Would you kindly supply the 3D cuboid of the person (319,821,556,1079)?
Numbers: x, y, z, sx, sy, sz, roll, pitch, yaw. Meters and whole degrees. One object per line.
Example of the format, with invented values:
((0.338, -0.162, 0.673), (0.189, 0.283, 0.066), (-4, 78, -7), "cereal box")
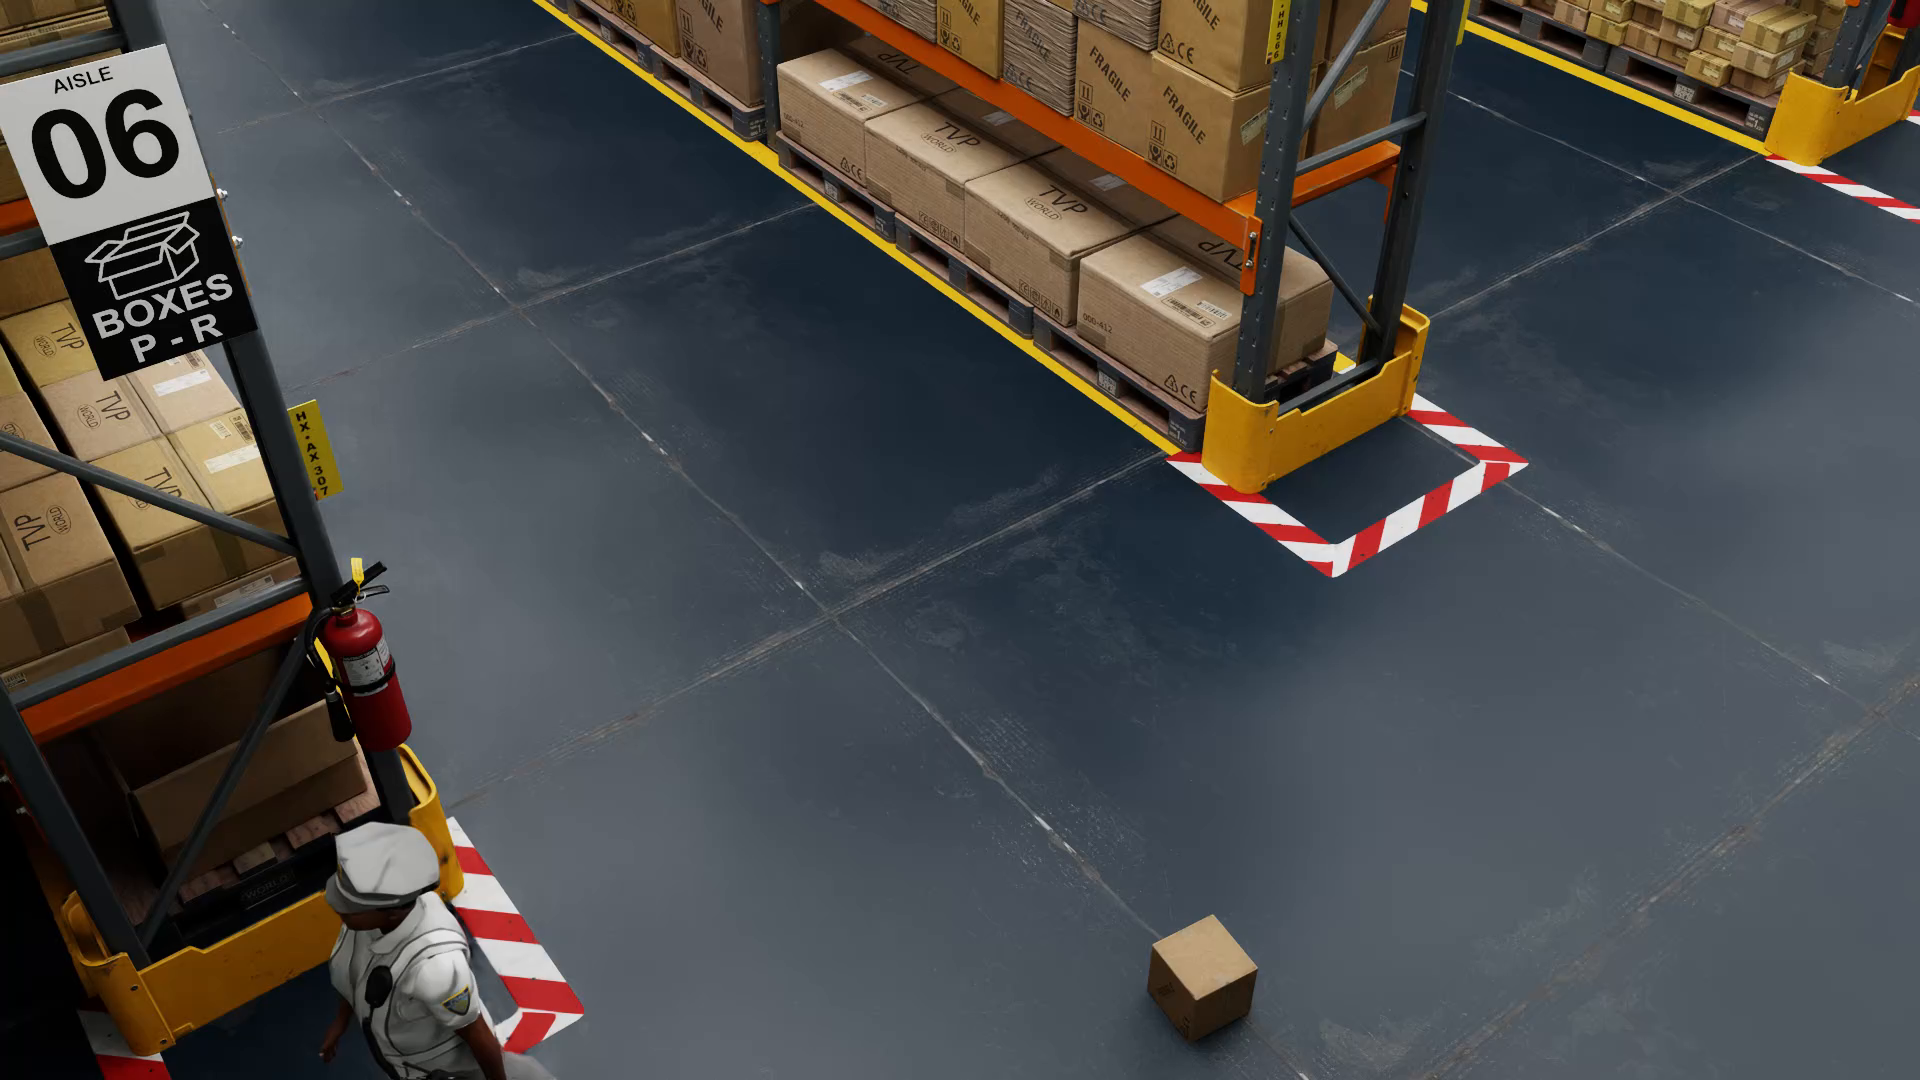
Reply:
((-1.516, 1.390, 4.492), (0.912, 1.651, 0.483), (-25, 46, -26), "person")
